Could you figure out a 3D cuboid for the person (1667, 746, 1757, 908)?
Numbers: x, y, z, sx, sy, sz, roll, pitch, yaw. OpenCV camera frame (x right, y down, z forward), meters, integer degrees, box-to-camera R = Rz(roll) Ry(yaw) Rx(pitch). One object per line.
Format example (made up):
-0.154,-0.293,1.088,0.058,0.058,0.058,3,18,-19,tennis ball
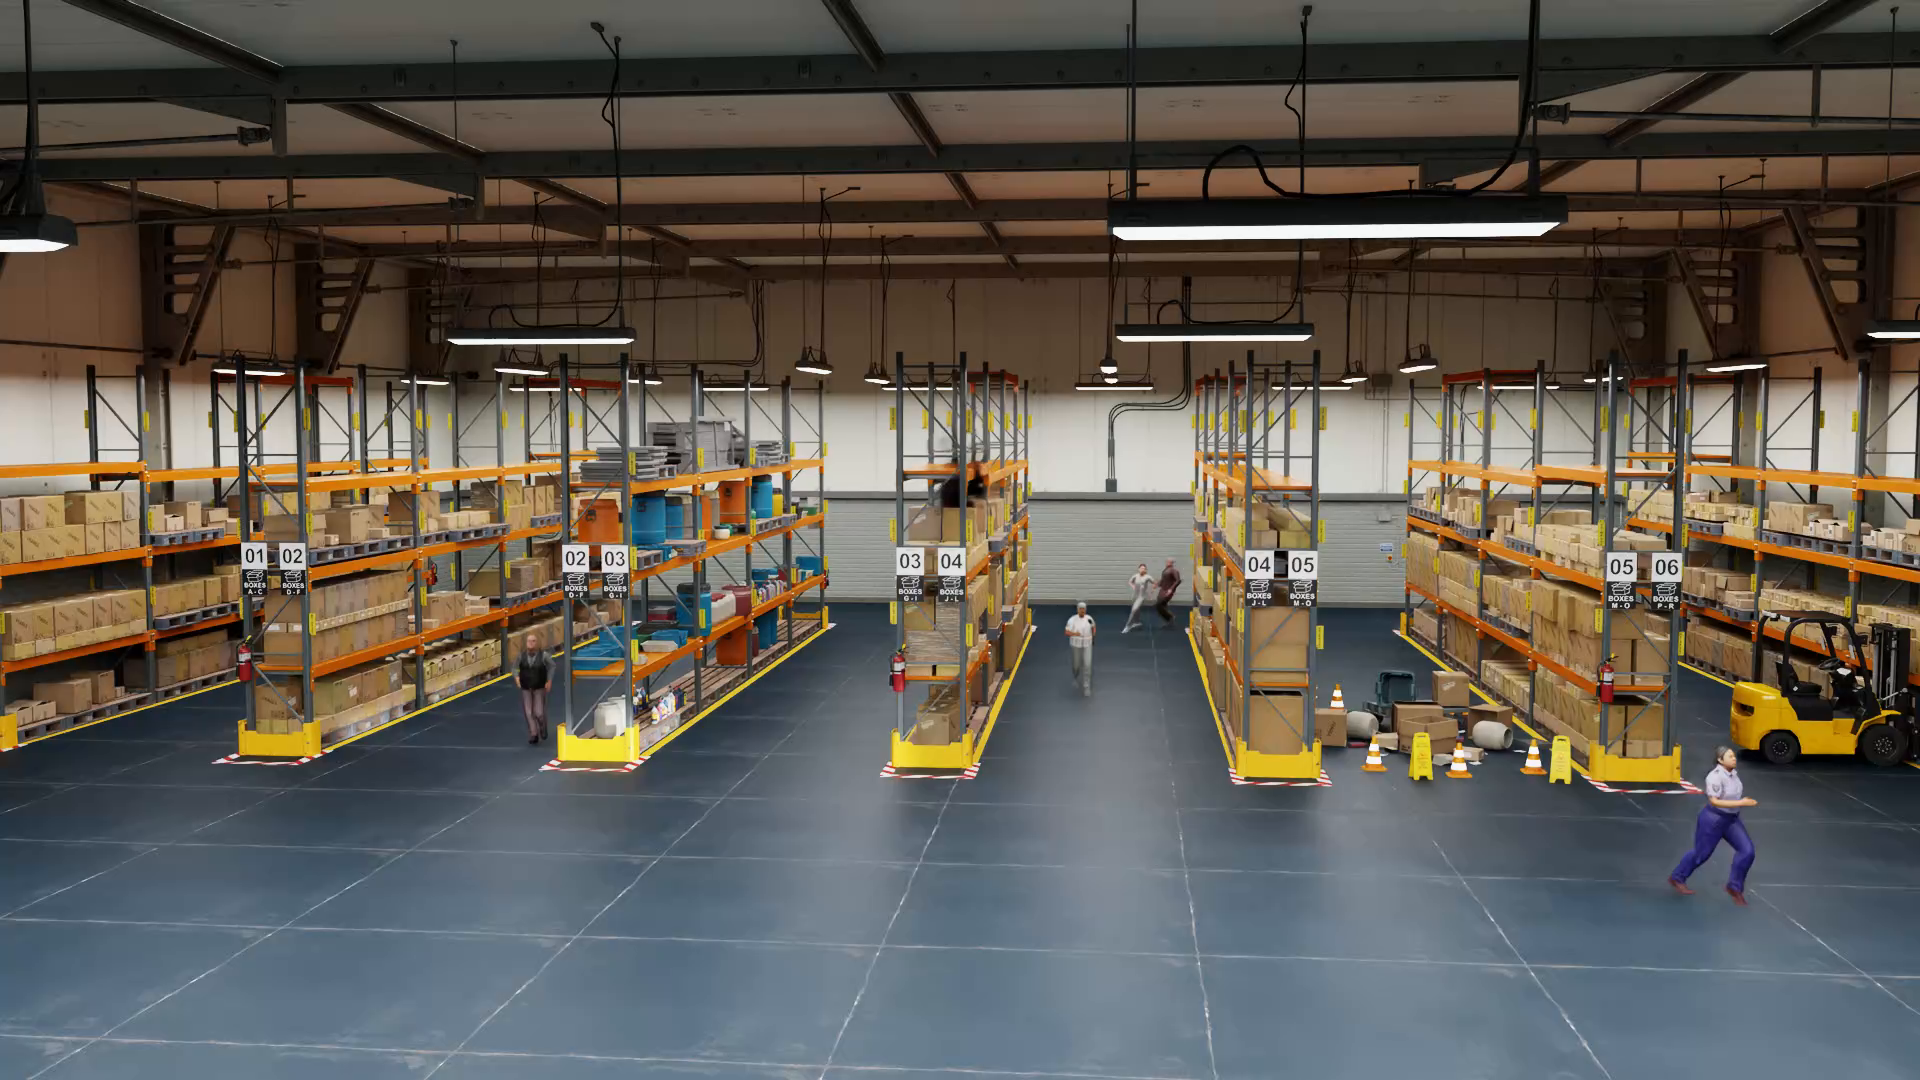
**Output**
7.878,2.962,17.306,0.610,1.691,0.873,-3,5,-36,person

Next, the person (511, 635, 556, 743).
-6.646,2.319,25.841,0.673,1.683,0.569,0,4,-3,person

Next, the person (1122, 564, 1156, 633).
4.287,1.379,39.739,0.703,1.655,0.843,3,5,32,person

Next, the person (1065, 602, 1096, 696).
2.234,1.973,30.592,0.608,1.665,0.880,0,4,-5,person

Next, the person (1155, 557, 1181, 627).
4.997,1.279,40.328,0.566,1.728,0.788,-1,4,-13,person
